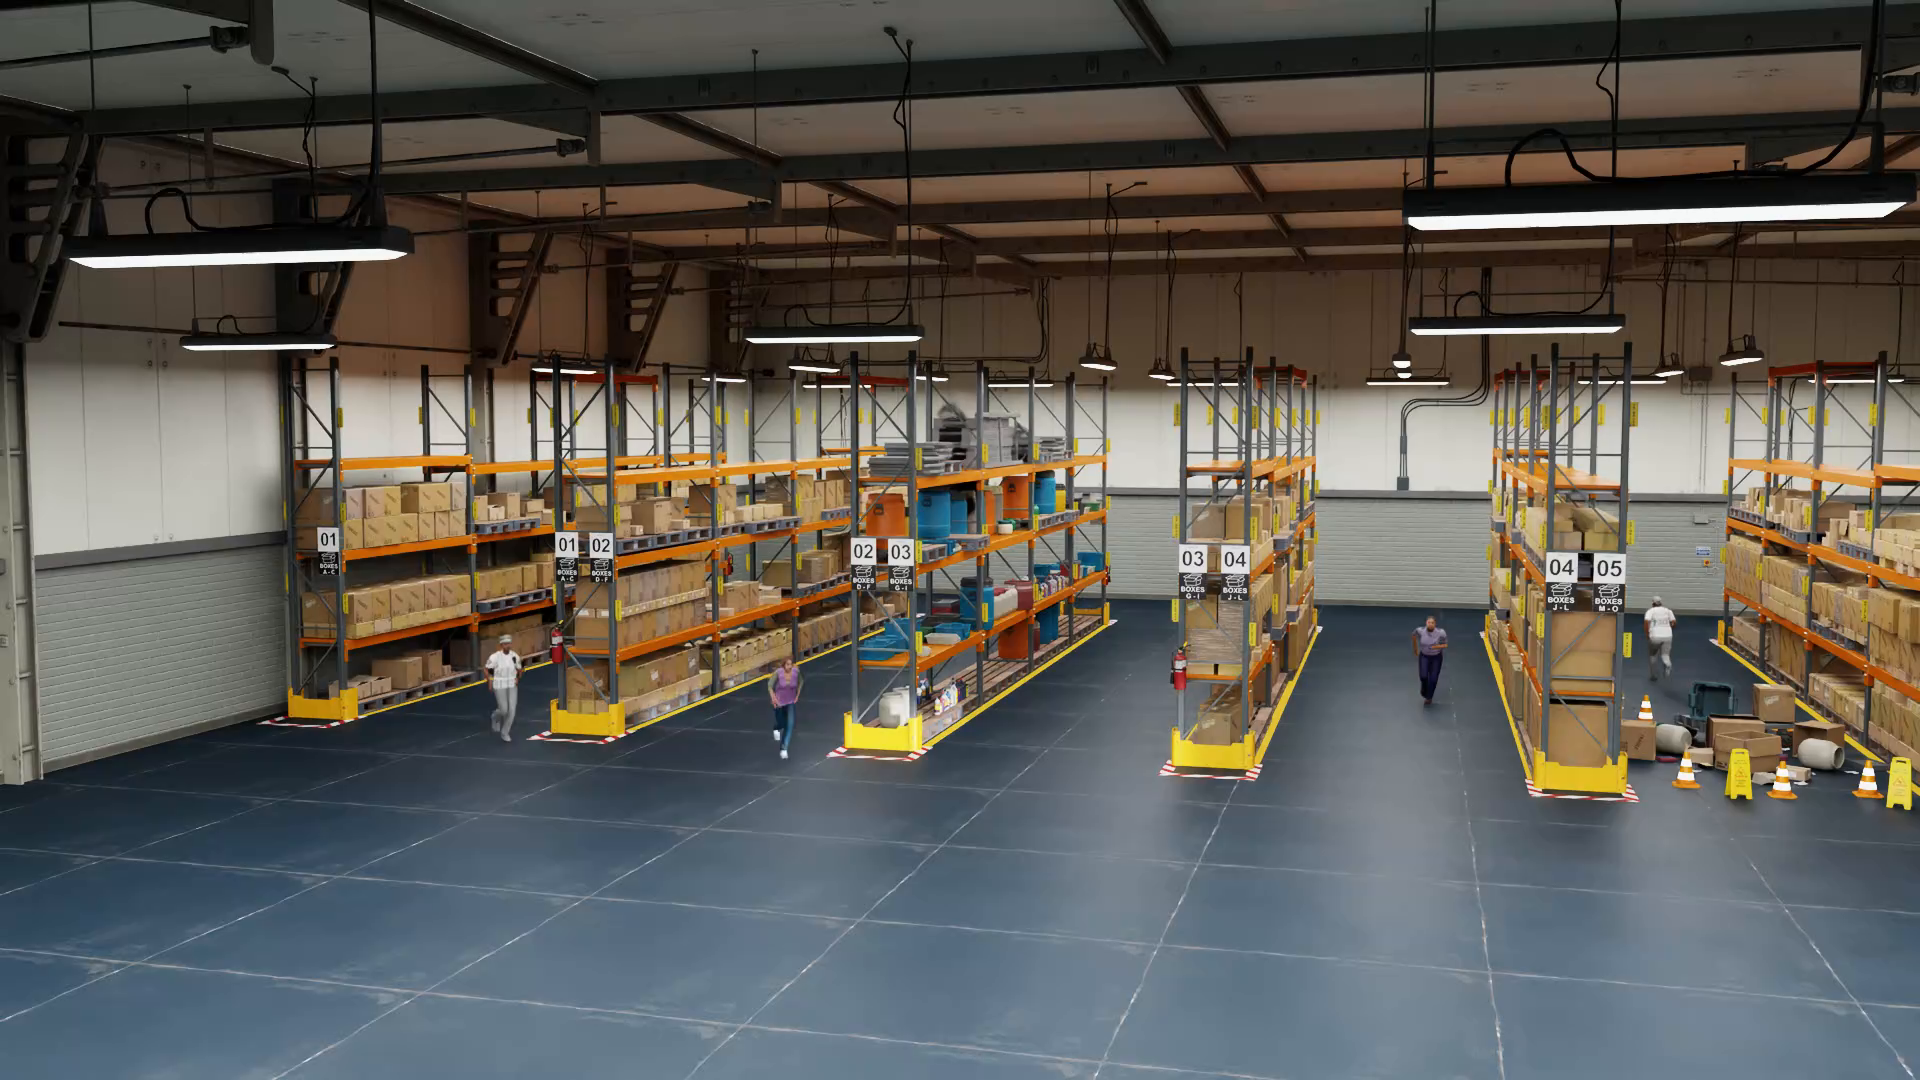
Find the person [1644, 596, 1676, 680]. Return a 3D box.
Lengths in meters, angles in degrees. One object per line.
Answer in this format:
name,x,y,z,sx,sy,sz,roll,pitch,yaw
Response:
person,13.217,1.905,31.401,0.604,1.665,0.993,1,4,9

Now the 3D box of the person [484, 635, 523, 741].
person,-7.048,2.293,25.807,0.573,1.665,0.575,-3,5,-33

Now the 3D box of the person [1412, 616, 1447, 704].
person,8.168,2.096,28.945,0.591,1.573,0.727,1,4,14

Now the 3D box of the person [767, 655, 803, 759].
person,-2.625,2.444,24.744,0.542,1.547,0.838,-2,5,-23
